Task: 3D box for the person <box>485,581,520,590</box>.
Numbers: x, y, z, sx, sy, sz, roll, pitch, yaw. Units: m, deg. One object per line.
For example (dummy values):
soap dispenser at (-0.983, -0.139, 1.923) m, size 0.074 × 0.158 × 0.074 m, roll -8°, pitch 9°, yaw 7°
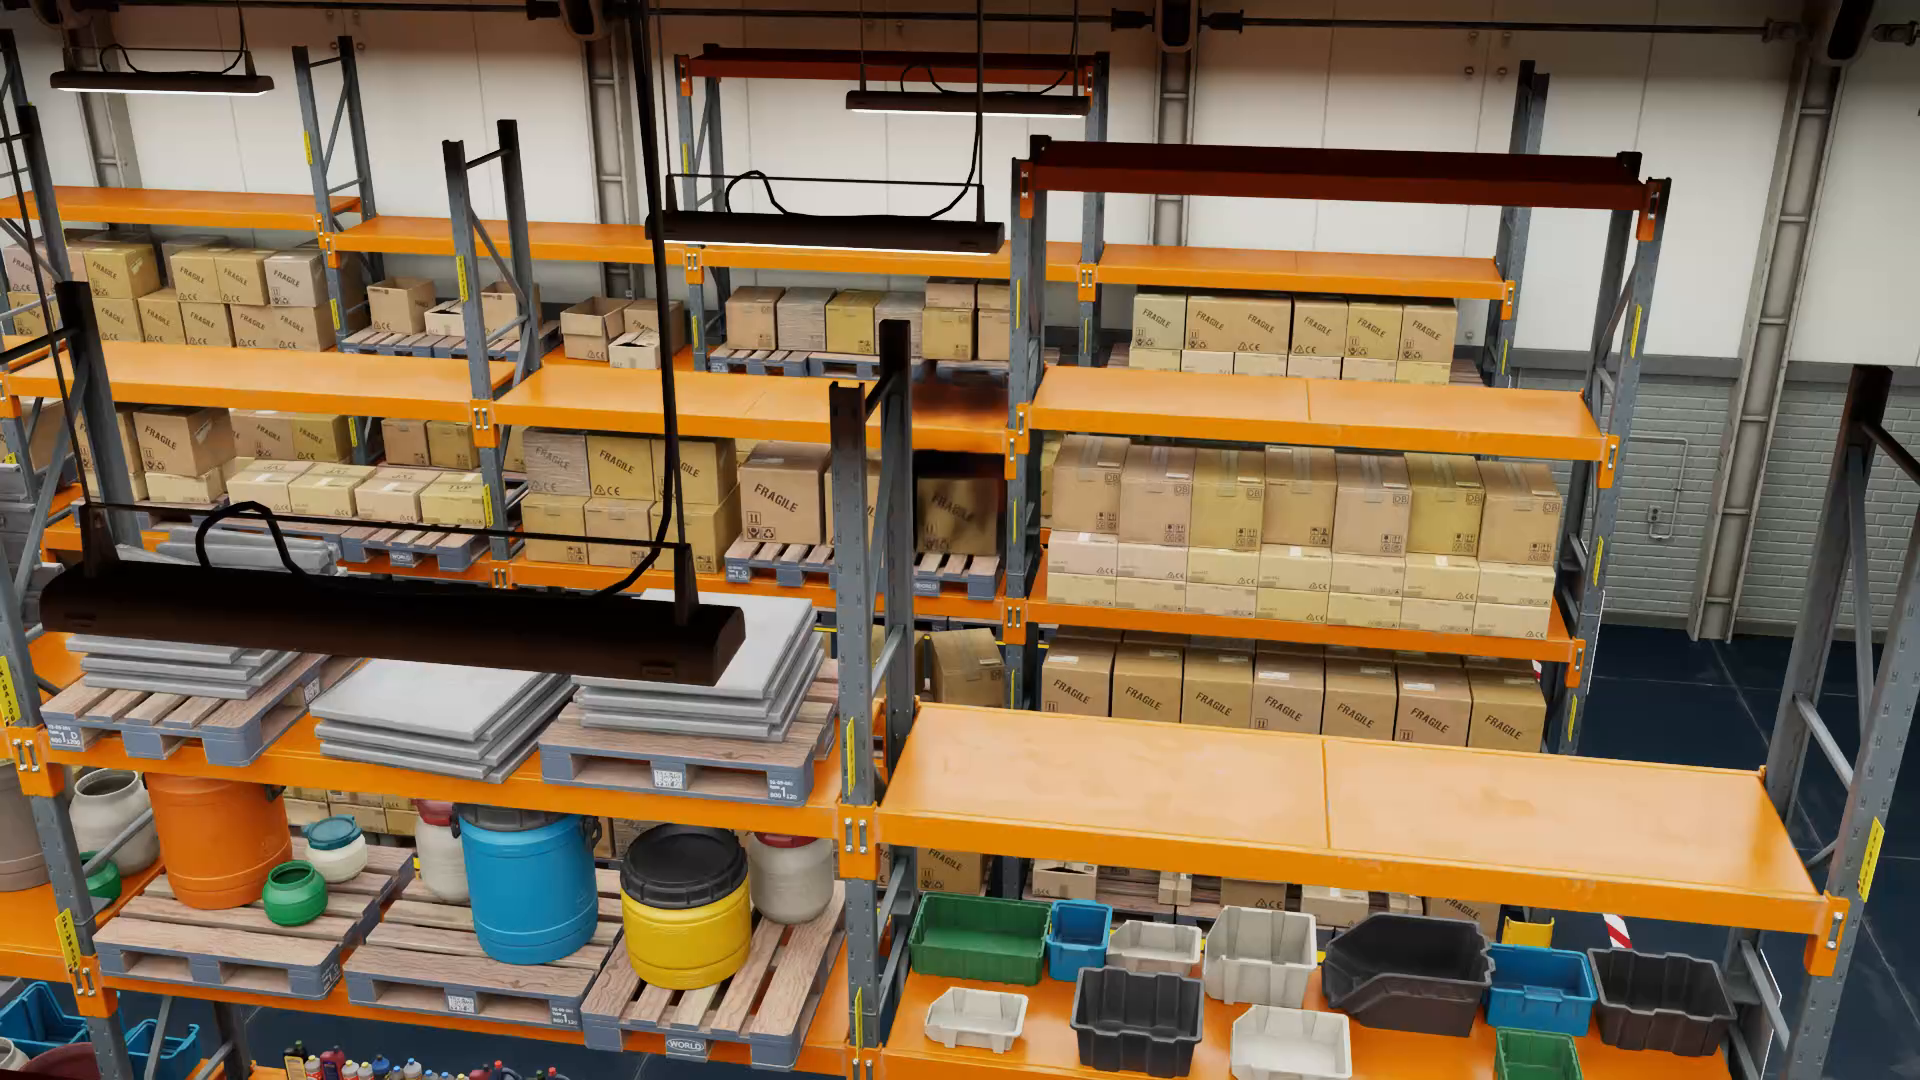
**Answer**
person at (-4.292, 1.037, 15.691) m, size 0.554 × 1.737 × 0.396 m, roll 6°, pitch 24°, yaw 15°
